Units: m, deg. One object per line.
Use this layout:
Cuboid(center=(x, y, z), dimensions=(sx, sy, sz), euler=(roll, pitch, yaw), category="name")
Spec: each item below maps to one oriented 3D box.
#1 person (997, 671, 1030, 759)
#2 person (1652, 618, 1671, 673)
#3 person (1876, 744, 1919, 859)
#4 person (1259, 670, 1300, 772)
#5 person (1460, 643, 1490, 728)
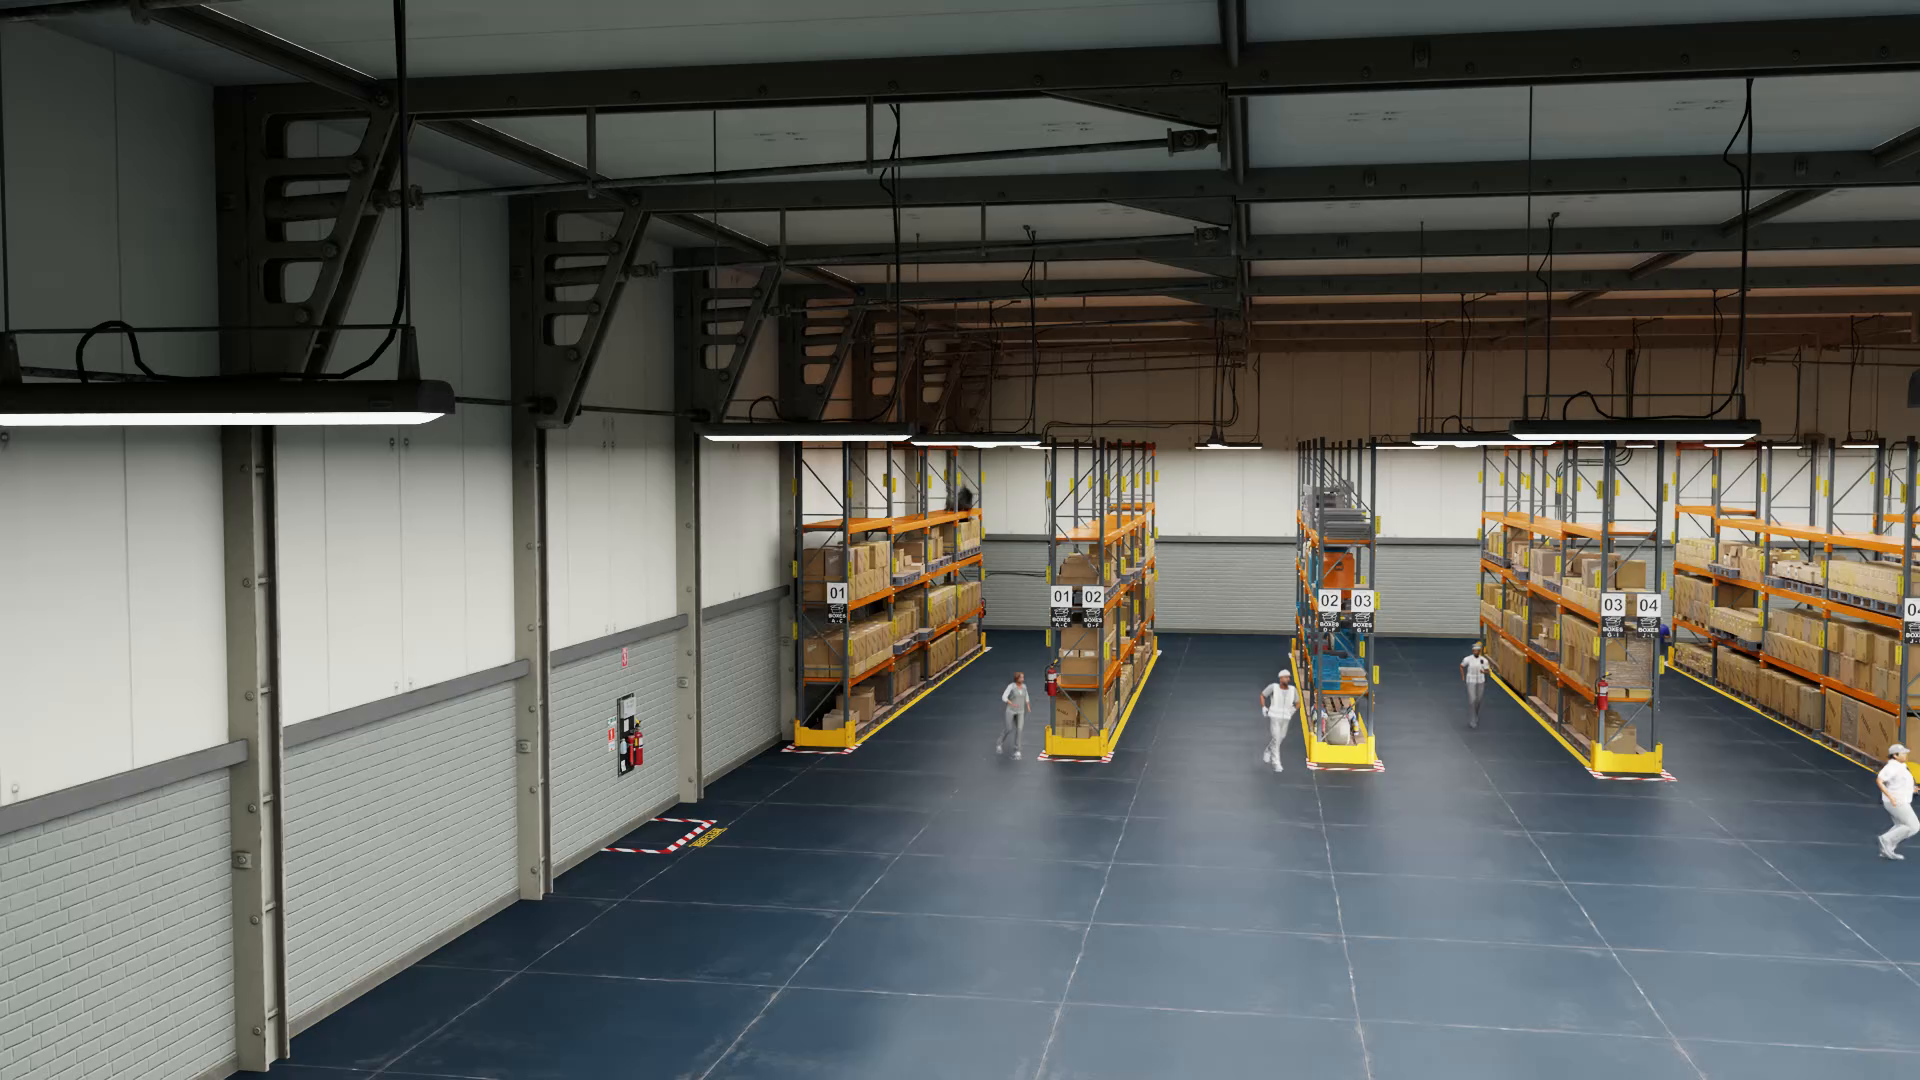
Cuboid(center=(1.072, 3.256, 31.184), dimensions=(0.602, 1.584, 0.829), euler=(-1, 3, -22), category="person")
Cuboid(center=(17.433, 2.706, 41.505), dimensions=(0.556, 1.704, 0.828), euler=(1, 3, 13), category="person")
Cuboid(center=(13.177, 3.673, 23.274), dimensions=(0.556, 1.620, 0.606), euler=(2, 4, 38), category="person")
Cuboid(center=(5.822, 3.242, 30.182), dimensions=(0.710, 1.778, 0.858), euler=(-1, 3, -14), category="person")
Cuboid(center=(10.792, 3.027, 34.820), dimensions=(0.555, 1.748, 0.786), euler=(0, 3, 2), category="person")
